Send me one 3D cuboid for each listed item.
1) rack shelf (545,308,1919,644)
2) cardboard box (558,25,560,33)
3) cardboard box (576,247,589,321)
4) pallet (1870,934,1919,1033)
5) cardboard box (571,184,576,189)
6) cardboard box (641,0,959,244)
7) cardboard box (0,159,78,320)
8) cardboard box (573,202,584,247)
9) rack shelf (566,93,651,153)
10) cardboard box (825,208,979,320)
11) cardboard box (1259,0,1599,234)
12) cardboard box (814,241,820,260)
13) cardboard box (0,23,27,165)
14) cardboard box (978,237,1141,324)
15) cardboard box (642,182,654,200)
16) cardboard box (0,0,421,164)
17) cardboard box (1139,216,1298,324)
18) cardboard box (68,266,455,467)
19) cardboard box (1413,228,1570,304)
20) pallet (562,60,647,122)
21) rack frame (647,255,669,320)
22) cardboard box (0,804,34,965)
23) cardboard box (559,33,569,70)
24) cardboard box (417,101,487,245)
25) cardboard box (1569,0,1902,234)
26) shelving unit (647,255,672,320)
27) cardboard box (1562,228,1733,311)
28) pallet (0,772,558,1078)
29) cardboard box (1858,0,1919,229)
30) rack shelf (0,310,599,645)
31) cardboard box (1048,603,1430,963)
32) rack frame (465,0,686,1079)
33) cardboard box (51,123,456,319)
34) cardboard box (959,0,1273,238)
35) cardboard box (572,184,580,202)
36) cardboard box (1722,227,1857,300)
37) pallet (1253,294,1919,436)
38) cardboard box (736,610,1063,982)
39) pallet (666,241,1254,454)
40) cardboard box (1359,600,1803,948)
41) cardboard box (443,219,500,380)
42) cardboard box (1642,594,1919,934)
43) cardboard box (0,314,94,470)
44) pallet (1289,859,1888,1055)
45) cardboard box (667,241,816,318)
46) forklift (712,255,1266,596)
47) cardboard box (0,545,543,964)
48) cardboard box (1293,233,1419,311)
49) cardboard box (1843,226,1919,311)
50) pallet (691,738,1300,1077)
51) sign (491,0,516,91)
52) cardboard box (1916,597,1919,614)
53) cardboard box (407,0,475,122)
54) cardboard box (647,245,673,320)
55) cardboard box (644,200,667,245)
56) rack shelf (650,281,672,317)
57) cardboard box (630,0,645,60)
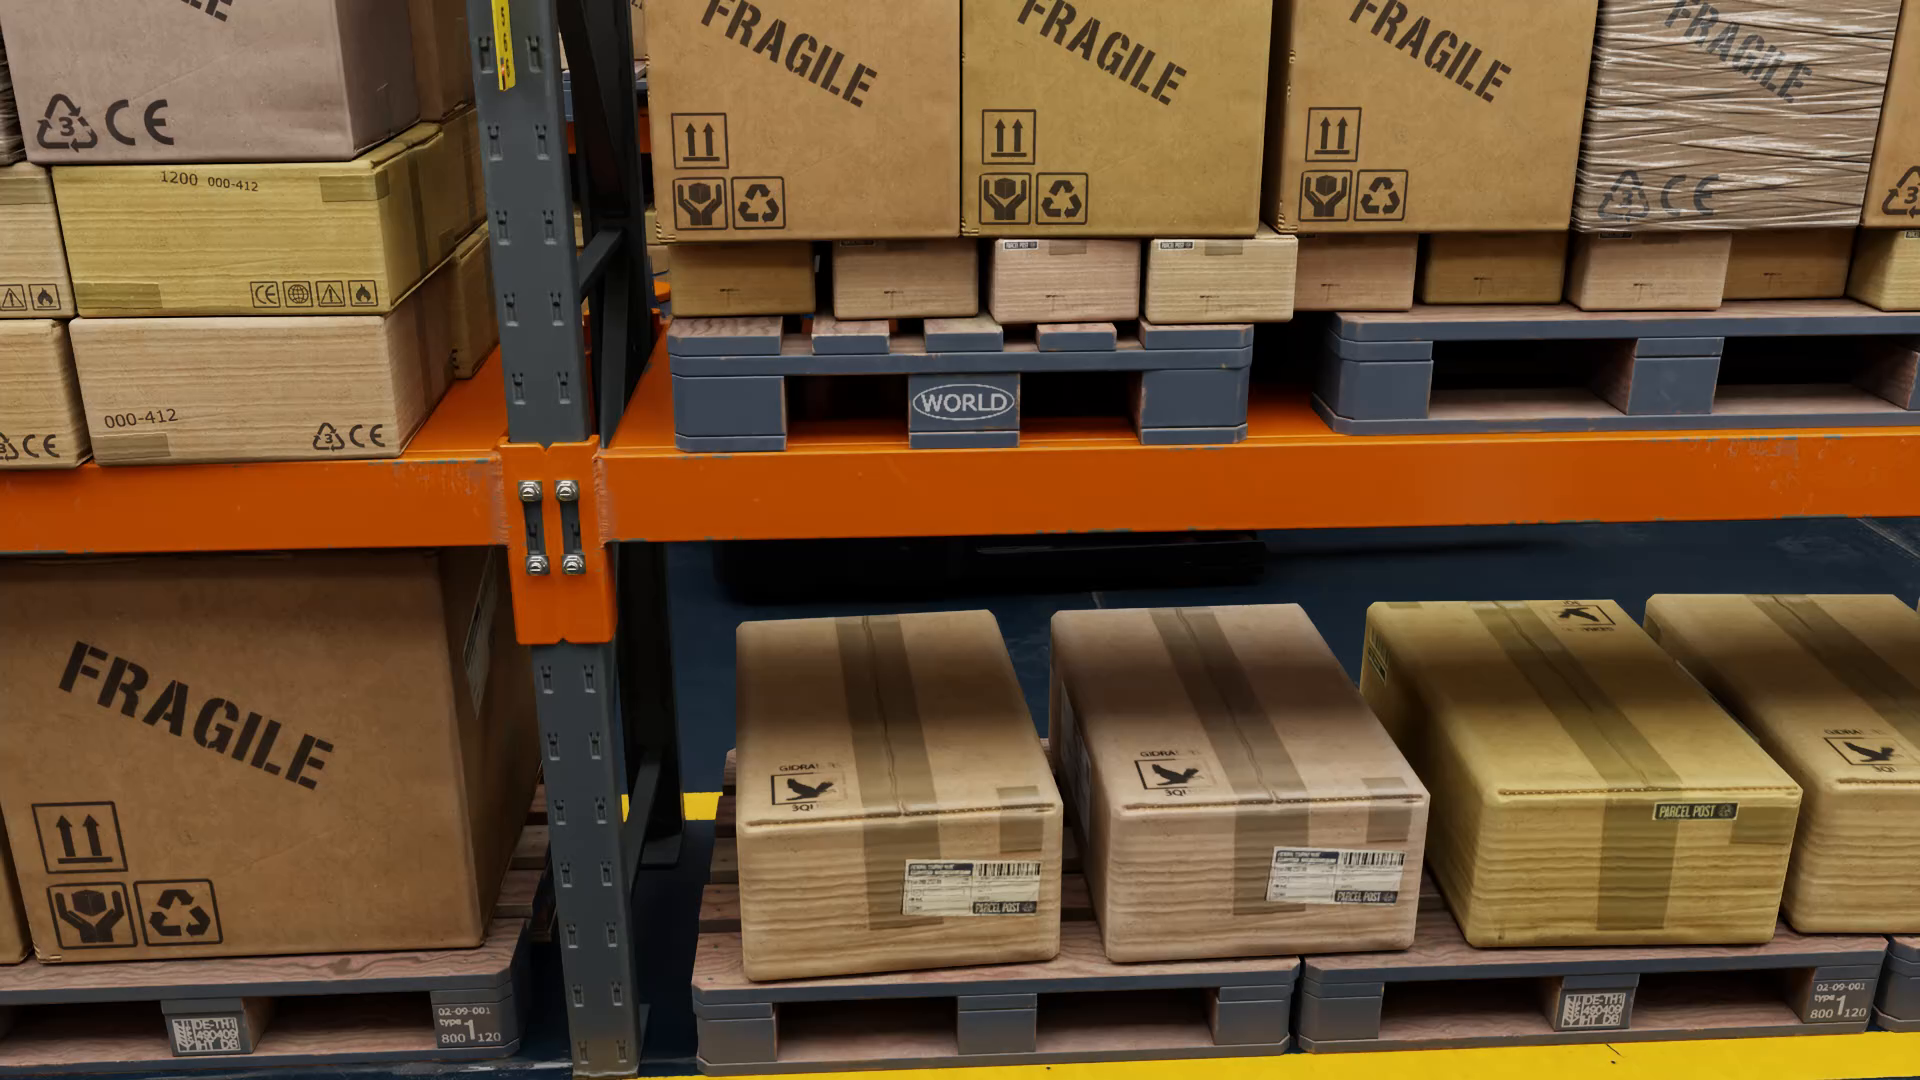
[{"bbox_3d":[1.264,-0.211,3.470,4.000,0.370,1.077,-1,21,-3],"label":"rack shelf"},{"bbox_3d":[-2.055,-2.259,7.460,0.500,0.250,0.500,-2,21,-6],"label":"cardboard box"},{"bbox_3d":[-1.930,-1.206,7.996,0.500,0.500,0.500,-1,21,-4],"label":"cardboard box"},{"bbox_3d":[2.483,0.732,3.902,1.213,0.211,1.003,-1,21,-3],"label":"pallet"},{"bbox_3d":[-2.069,-1.672,8.307,0.250,0.149,0.380,-1,21,-2],"label":"cardboard box"},{"bbox_3d":[-0.271,-0.815,2.898,0.500,0.500,0.500,-2,21,-5],"label":"cardboard box"},{"bbox_3d":[-1.714,-0.558,2.879,0.500,0.250,0.500,-2,21,-4],"label":"cardboard box"},{"bbox_3d":[-1.770,-1.484,7.815,0.250,0.149,0.380,-2,21,-6],"label":"cardboard box"},{"bbox_3d":[-3.017,-1.893,7.888,4.000,0.370,1.077,-1,21,-3],"label":"rack shelf"},{"bbox_3d":[-0.114,-0.520,3.033,0.250,0.149,0.380,-2,21,-6],"label":"cardboard box"},{"bbox_3d":[0.779,-0.842,2.967,0.500,0.500,0.500,-1,21,-2],"label":"cardboard box"},{"bbox_3d":[-0.419,-0.675,3.442,0.250,0.149,0.380,0,21,-1],"label":"cardboard box"},{"bbox_3d":[-1.746,-0.904,2.733,0.500,0.500,0.500,-1,21,-2],"label":"cardboard box"},{"bbox_3d":[0.162,-0.509,3.005,0.250,0.149,0.380,-3,21,-7],"label":"cardboard box"},{"bbox_3d":[-1.559,-1.701,8.384,0.250,0.149,0.380,0,21,0],"label":"cardboard box"},{"bbox_3d":[-1.234,-0.917,2.768,0.500,0.500,0.500,-2,21,-5],"label":"cardboard box"},{"bbox_3d":[0.438,-0.507,3.000,0.250,0.149,0.380,-1,21,-3],"label":"cardboard box"},{"bbox_3d":[-1.223,-0.334,2.993,0.500,0.250,0.500,-2,21,-5],"label":"cardboard box"},{"bbox_3d":[0.954,-0.559,3.137,0.250,0.149,0.380,0,21,-1],"label":"cardboard box"},{"bbox_3d":[-1.693,-2.141,7.799,1.003,0.211,1.213,-1,21,-3],"label":"pallet"},{"bbox_3d":[-1.004,-0.515,5.974,0.008,1.050,0.200,12,24,33],"label":"rack frame"},{"bbox_3d":[-2.318,0.291,3.536,0.875,0.875,0.875,-1,21,-2],"label":"cardboard box"},{"bbox_3d":[-1.654,-2.199,7.443,0.250,0.149,0.380,-1,21,-2],"label":"cardboard box"},{"bbox_3d":[-1.253,-0.747,3.376,0.500,0.250,0.500,-1,21,-3],"label":"cardboard box"},{"bbox_3d":[1.279,-0.849,2.986,0.500,0.500,0.500,-2,21,-5],"label":"cardboard box"},{"bbox_3d":[-1.104,-0.536,6.041,0.252,1.050,0.215,12,24,33],"label":"shelving unit"},{"bbox_3d":[1.218,-0.541,3.090,0.250,0.149,0.380,-1,21,-1],"label":"cardboard box"},{"bbox_3d":[-1.525,0.786,3.760,1.213,0.211,1.003,-1,21,-3],"label":"pallet"},{"bbox_3d":[1.802,-0.860,3.015,0.500,0.500,0.500,0,21,-1],"label":"cardboard box"},{"bbox_3d":[-2.730,-0.130,3.257,4.000,0.370,1.077,-1,21,-3],"label":"rack shelf"},{"bbox_3d":[0.568,0.500,3.696,0.625,0.372,0.950,-2,21,-4],"label":"cardboard box"},{"bbox_3d":[-0.733,-0.506,3.235,0.127,3.000,1.000,-1,21,-3],"label":"rack frame"},{"bbox_3d":[-1.202,-0.570,2.910,0.500,0.250,0.500,-1,21,-3],"label":"cardboard box"},{"bbox_3d":[0.249,-0.828,2.932,0.500,0.500,0.500,0,21,0],"label":"cardboard box"},{"bbox_3d":[-1.825,-1.705,8.395,0.250,0.149,0.380,-1,21,-1],"label":"cardboard box"},{"bbox_3d":[1.474,-0.574,3.175,0.250,0.149,0.380,-2,21,-5],"label":"cardboard box"},{"bbox_3d":[1.241,-0.472,3.413,1.213,0.211,1.003,-1,21,-3],"label":"pallet"},{"bbox_3d":[-0.169,0.517,3.649,0.625,0.372,0.950,-3,21,-7],"label":"cardboard box"},{"bbox_3d":[-0.028,-0.469,3.407,1.003,0.211,1.213,-1,21,-3],"label":"pallet"},{"bbox_3d":[1.325,0.486,3.731,0.625,0.372,0.950,0,21,-1],"label":"cardboard box"},{"bbox_3d":[-1.236,-0.516,3.471,0.500,0.250,0.500,-2,21,-4],"label":"cardboard box"},{"bbox_3d":[2.019,0.472,3.770,0.625,0.372,0.950,0,21,0],"label":"cardboard box"},{"bbox_3d":[-1.732,-0.318,2.951,0.500,0.250,0.500,-1,21,-2],"label":"cardboard box"},{"bbox_3d":[1.262,0.758,3.834,1.213,0.211,1.003,-1,21,-3],"label":"pallet"},{"bbox_3d":[-0.398,-0.526,3.049,0.250,0.149,0.380,-2,21,-6],"label":"cardboard box"},{"bbox_3d":[0.621,-1.398,5.673,3.031,2.935,1.130,-3,21,-7],"label":"forklift"},{"bbox_3d":[-1.428,0.275,3.579,0.875,0.875,0.875,-1,21,-4],"label":"cardboard box"},{"bbox_3d":[0.674,-0.540,3.086,0.250,0.149,0.380,0,21,0],"label":"cardboard box"},{"bbox_3d":[1.743,-0.542,3.093,0.250,0.149,0.380,-1,21,-3],"label":"cardboard box"},{"bbox_3d":[0.047,0.781,3.772,1.213,0.211,1.003,-1,21,-3],"label":"pallet"},{"bbox_3d":[-0.698,-0.850,2.512,0.005,0.325,0.100,-1,21,-3],"label":"sign"},{"bbox_3d":[2.737,0.456,3.811,0.625,0.372,0.950,-1,21,-2],"label":"cardboard box"},{"bbox_3d":[-1.240,-1.097,3.241,0.500,0.500,0.500,-2,21,-5],"label":"cardboard box"},{"bbox_3d":[-1.430,-1.213,8.013,0.500,0.500,0.500,-1,21,-1],"label":"cardboard box"},{"bbox_3d":[-1.499,-1.501,7.858,0.250,0.149,0.380,-2,21,-6],"label":"cardboard box"},{"bbox_3d":[-1.112,-0.792,5.946,0.240,0.259,0.215,12,24,33],"label":"rack shelf"},{"bbox_3d":[-1.543,-2.558,7.892,0.500,0.500,0.500,0,21,-1],"label":"cardboard box"}]
